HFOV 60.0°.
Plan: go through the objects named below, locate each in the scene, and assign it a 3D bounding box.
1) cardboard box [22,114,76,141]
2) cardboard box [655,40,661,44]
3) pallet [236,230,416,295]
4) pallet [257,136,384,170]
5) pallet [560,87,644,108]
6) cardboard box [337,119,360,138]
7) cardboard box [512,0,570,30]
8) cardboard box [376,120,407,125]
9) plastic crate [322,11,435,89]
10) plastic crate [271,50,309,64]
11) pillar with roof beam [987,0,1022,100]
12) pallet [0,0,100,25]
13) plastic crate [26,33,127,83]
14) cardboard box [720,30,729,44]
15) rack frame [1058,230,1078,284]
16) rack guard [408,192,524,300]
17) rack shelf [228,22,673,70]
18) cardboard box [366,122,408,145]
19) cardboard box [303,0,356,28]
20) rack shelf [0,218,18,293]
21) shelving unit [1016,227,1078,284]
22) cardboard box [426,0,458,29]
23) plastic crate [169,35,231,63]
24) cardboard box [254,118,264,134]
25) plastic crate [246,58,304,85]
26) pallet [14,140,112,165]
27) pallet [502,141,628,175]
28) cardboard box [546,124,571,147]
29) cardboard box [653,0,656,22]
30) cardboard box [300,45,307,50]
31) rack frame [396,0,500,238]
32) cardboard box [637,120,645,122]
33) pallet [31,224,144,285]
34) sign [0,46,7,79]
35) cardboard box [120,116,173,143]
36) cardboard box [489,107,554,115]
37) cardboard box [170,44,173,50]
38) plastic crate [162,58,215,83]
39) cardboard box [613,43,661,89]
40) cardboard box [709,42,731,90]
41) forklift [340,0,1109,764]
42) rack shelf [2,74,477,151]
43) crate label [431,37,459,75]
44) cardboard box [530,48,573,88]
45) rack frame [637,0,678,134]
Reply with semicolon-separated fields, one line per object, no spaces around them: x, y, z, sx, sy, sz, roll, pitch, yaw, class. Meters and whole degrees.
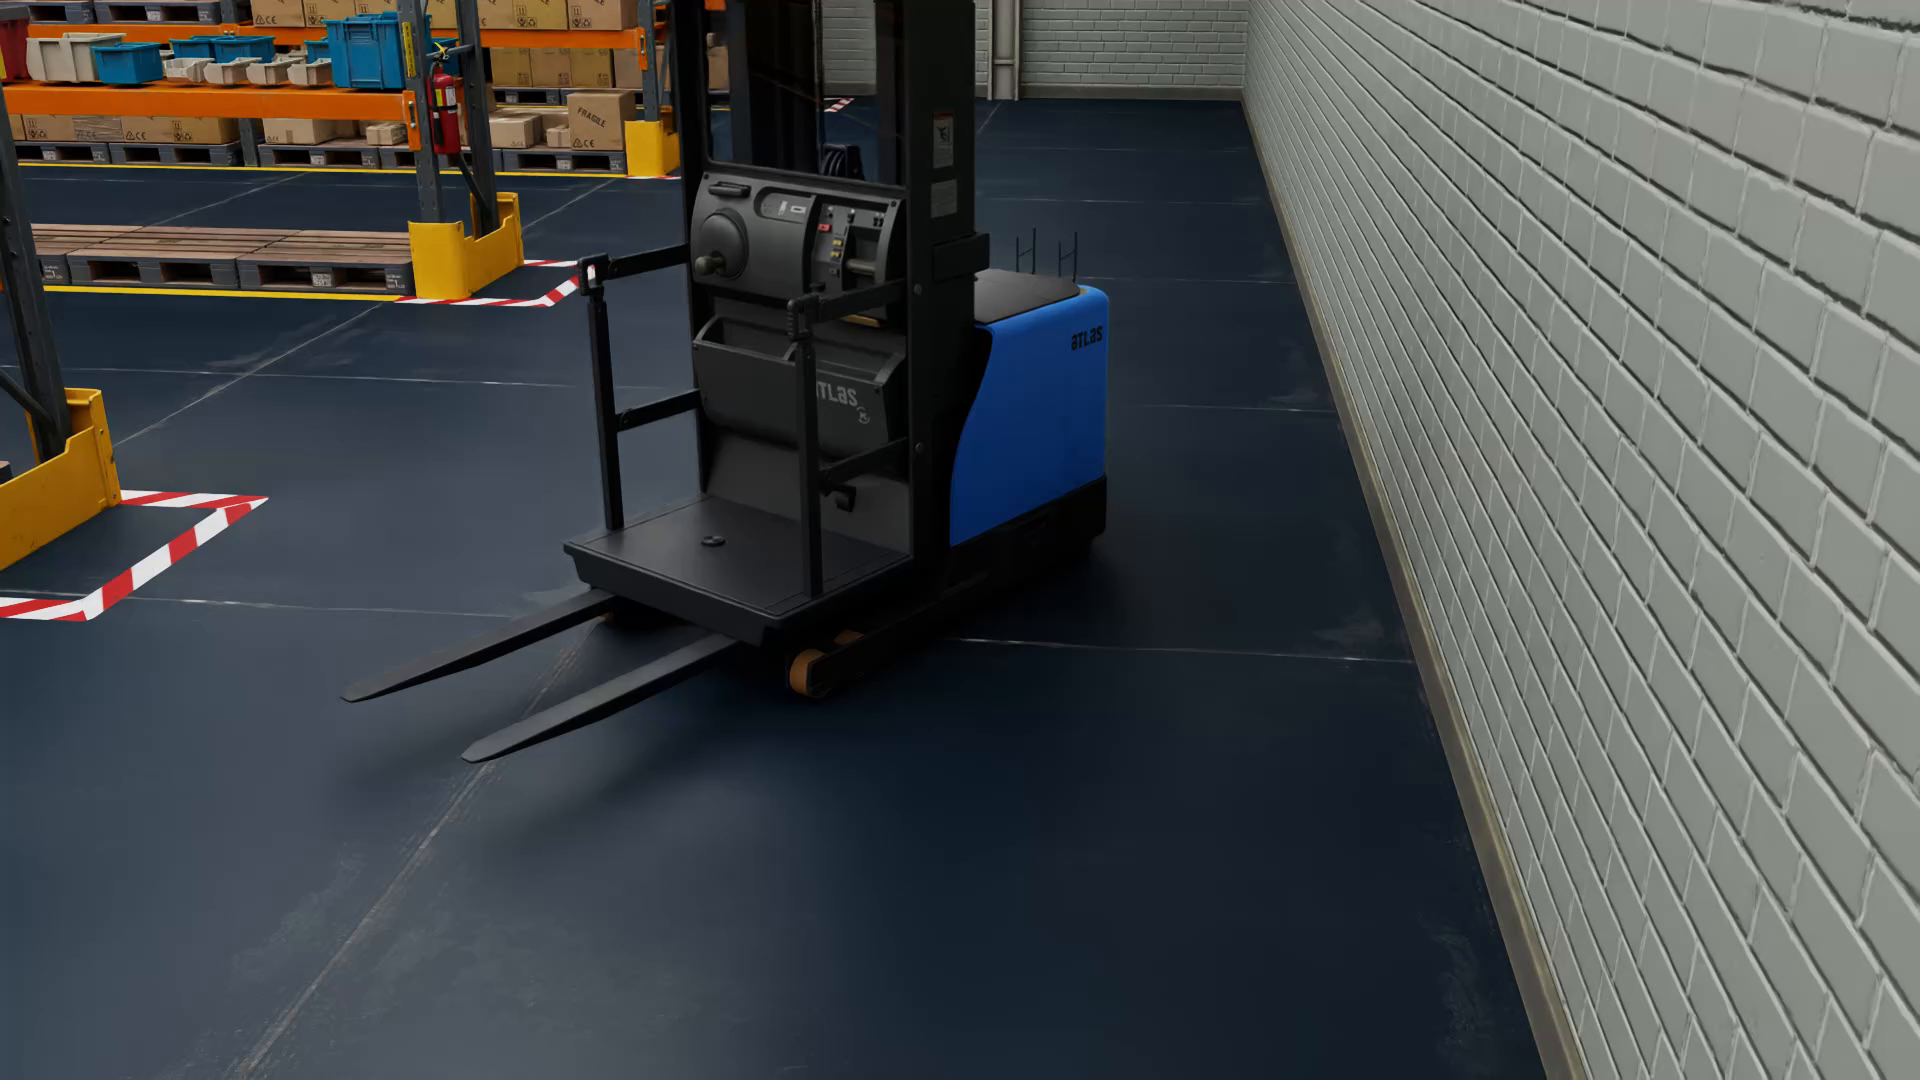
-8.791;-4.195;16.272;0.500;0.500;0.500;2;22;4;cardboard box
-3.786;-6.243;20.598;0.250;0.149;0.380;3;22;7;cardboard box
-4.203;-1.940;11.560;1.213;0.211;1.003;2;22;6;pallet
-6.092;-3.841;16.370;1.213;0.211;1.003;2;22;6;pallet
-4.234;-5.567;20.734;1.213;0.211;1.003;2;22;6;pallet
-6.175;-4.289;16.511;0.500;0.500;0.500;2;22;6;cardboard box
-3.794;-4.983;15.328;0.500;0.500;0.500;3;22;7;cardboard box
-5.430;-4.169;16.464;0.500;0.311;0.500;2;22;6;cardboard box
-3.743;-3.178;10.768;0.499;0.435;0.616;2;22;6;plastic crate
-4.578;-3.297;11.475;0.298;0.136;0.250;2;22;6;plastic crate
0.054;-8.221;15.495;0.400;9.000;9.100;2;22;6;pillar with roof beam
-8.815;-5.170;16.197;1.213;0.211;1.003;2;22;6;pallet
-5.866;-3.200;11.032;0.530;0.282;0.437;2;22;6;plastic crate
-2.782;-6.200;20.489;0.250;0.149;0.380;3;22;7;cardboard box
0.447;-0.696;7.069;0.006;1.200;0.240;8;23;19;rack frame
-3.363;-2.028;11.390;0.348;0.500;1.175;2;22;6;rack guard
-4.788;-4.747;15.846;4.000;0.370;1.077;2;22;6;rack shelf
-5.523;-3.924;16.042;0.250;0.166;0.380;2;22;6;cardboard box
-5.791;-5.072;15.554;0.500;0.500;0.500;3;22;7;cardboard box
-5.958;-1.131;6.698;4.000;0.370;1.077;2;22;6;rack shelf
0.361;-0.708;7.100;0.189;1.200;0.258;8;23;19;shelving unit
-4.790;-5.028;15.443;0.500;0.500;0.500;2;22;6;cardboard box
-5.201;-3.338;11.449;0.300;0.233;0.416;2;22;6;plastic crate
-7.226;-4.320;16.590;0.500;0.500;0.500;2;22;4;cardboard box
-4.506;-3.079;10.926;0.243;0.136;0.396;2;22;6;plastic crate
-8.801;-3.945;16.631;1.213;0.211;1.003;2;22;6;pallet
-3.669;-3.736;16.103;1.213;0.211;1.003;2;22;6;pallet
-3.763;-3.866;15.895;0.250;0.166;0.380;2;22;6;cardboard box
-3.212;-5.157;15.769;0.500;0.500;0.500;3;22;7;cardboard box
-7.739;-6.191;20.872;0.750;0.750;0.750;3;22;8;cardboard box
-3.389;-3.187;10.921;0.127;3.000;1.000;2;22;6;rack frame
-3.177;-4.018;16.302;0.250;0.149;0.380;2;22;6;cardboard box
-6.626;-2.046;11.827;1.213;0.211;1.003;2;22;6;pallet
-3.900;-2.020;6.685;0.005;0.325;0.100;2;22;6;sign
-7.788;-4.152;16.163;0.500;0.500;0.500;3;22;6;cardboard box
-4.302;-4.092;16.351;0.500;0.250;0.500;2;22;6;cardboard box
-9.452;-6.266;21.062;0.750;0.750;0.750;2;22;6;cardboard box
-5.082;-3.088;10.949;0.250;0.136;0.298;2;22;6;plastic crate
-3.926;-5.874;20.546;0.500;0.500;0.700;2;22;5;cardboard box
-2.930;-5.831;20.437;0.500;0.500;0.700;2;22;6;cardboard box
-0.708;-1.035;5.571;1.130;2.935;3.031;16;27;35;forklift
-5.375;-2.939;11.272;4.000;0.370;1.077;2;22;6;rack shelf
-3.595;-3.268;11.272;0.303;0.233;0.416;2;22;6;crate label
-4.966;-5.917;20.656;0.500;0.500;0.700;2;22;6;cardboard box
-2.802;-4.995;15.495;0.127;3.000;1.000;2;22;6;rack frame
